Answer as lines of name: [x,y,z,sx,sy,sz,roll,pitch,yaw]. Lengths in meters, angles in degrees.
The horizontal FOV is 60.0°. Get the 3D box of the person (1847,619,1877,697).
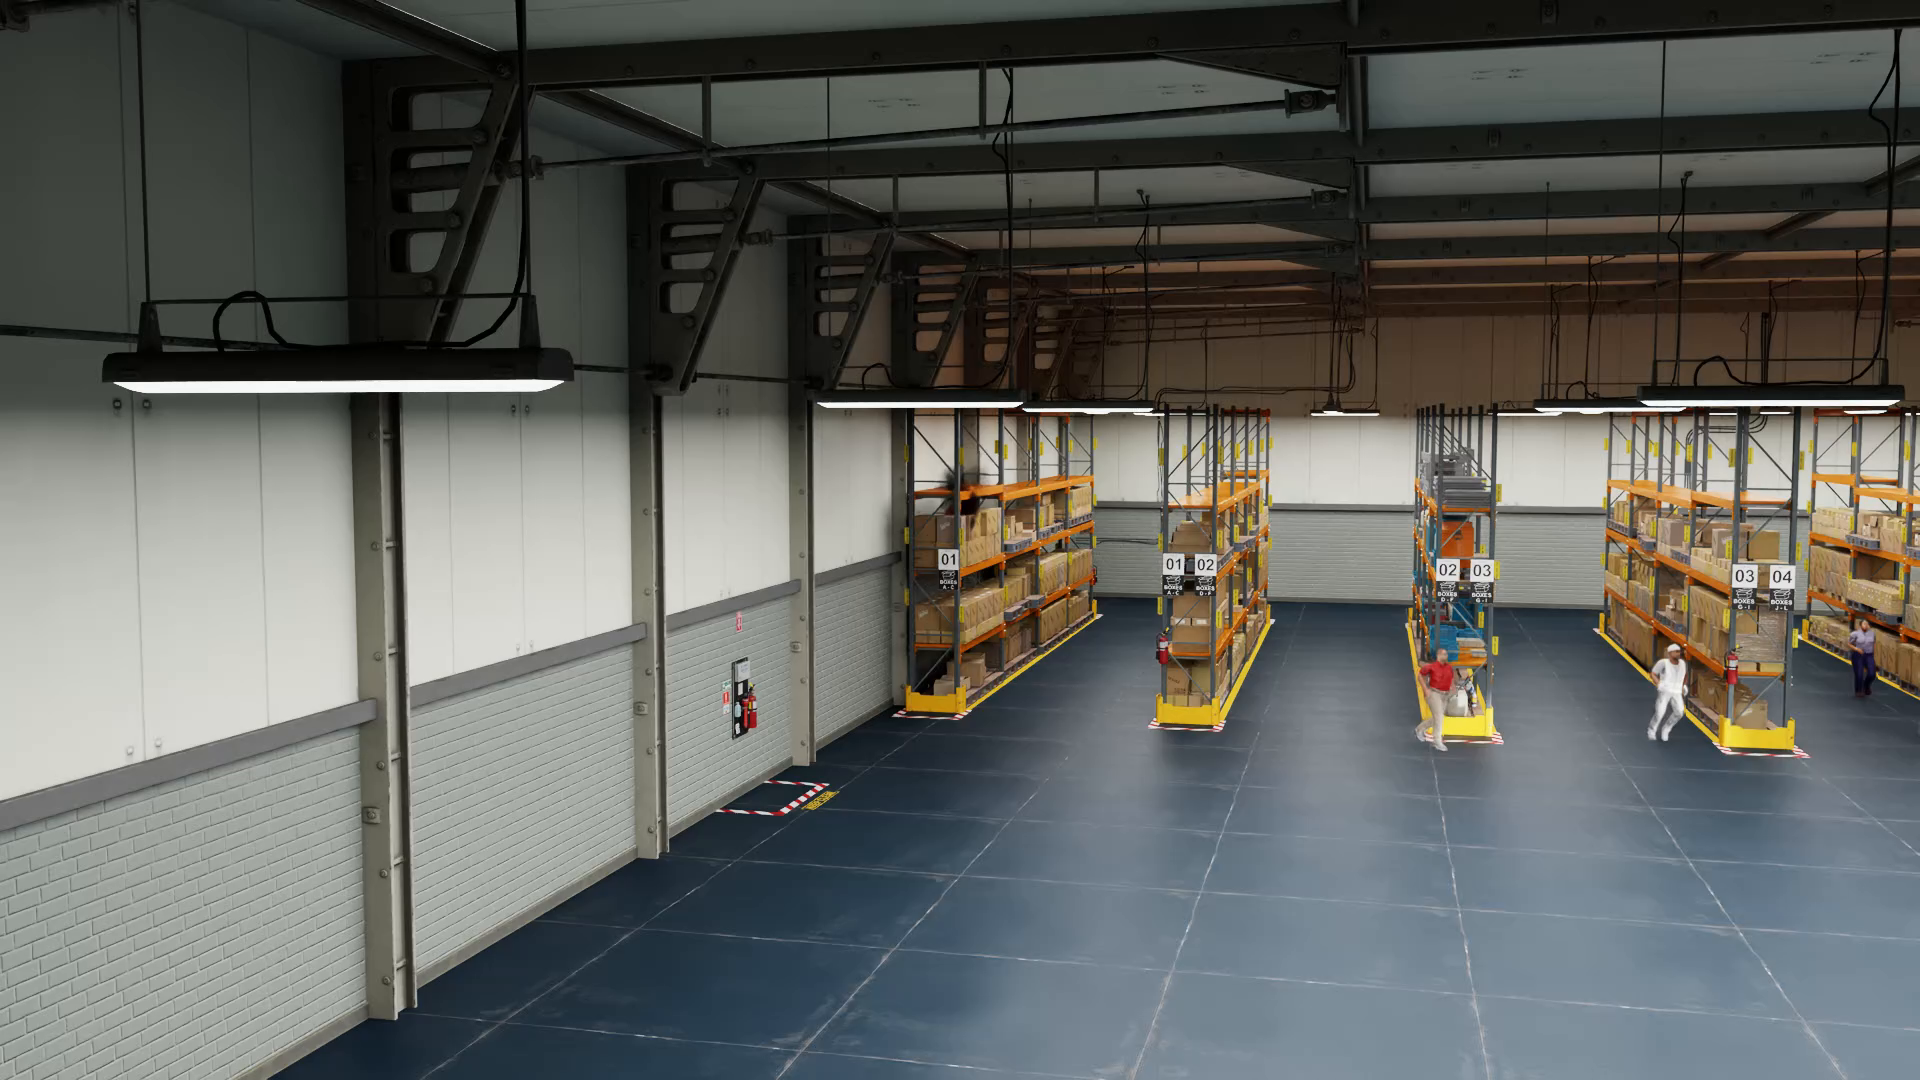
person: [18.544,2.436,34.131,0.603,1.594,0.573,1,4,11]

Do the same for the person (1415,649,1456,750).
person: [8.372,2.767,29.122,0.687,1.722,0.793,-3,5,-32]

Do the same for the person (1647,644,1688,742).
person: [12.604,2.706,29.467,0.745,1.730,0.609,0,4,-2]
